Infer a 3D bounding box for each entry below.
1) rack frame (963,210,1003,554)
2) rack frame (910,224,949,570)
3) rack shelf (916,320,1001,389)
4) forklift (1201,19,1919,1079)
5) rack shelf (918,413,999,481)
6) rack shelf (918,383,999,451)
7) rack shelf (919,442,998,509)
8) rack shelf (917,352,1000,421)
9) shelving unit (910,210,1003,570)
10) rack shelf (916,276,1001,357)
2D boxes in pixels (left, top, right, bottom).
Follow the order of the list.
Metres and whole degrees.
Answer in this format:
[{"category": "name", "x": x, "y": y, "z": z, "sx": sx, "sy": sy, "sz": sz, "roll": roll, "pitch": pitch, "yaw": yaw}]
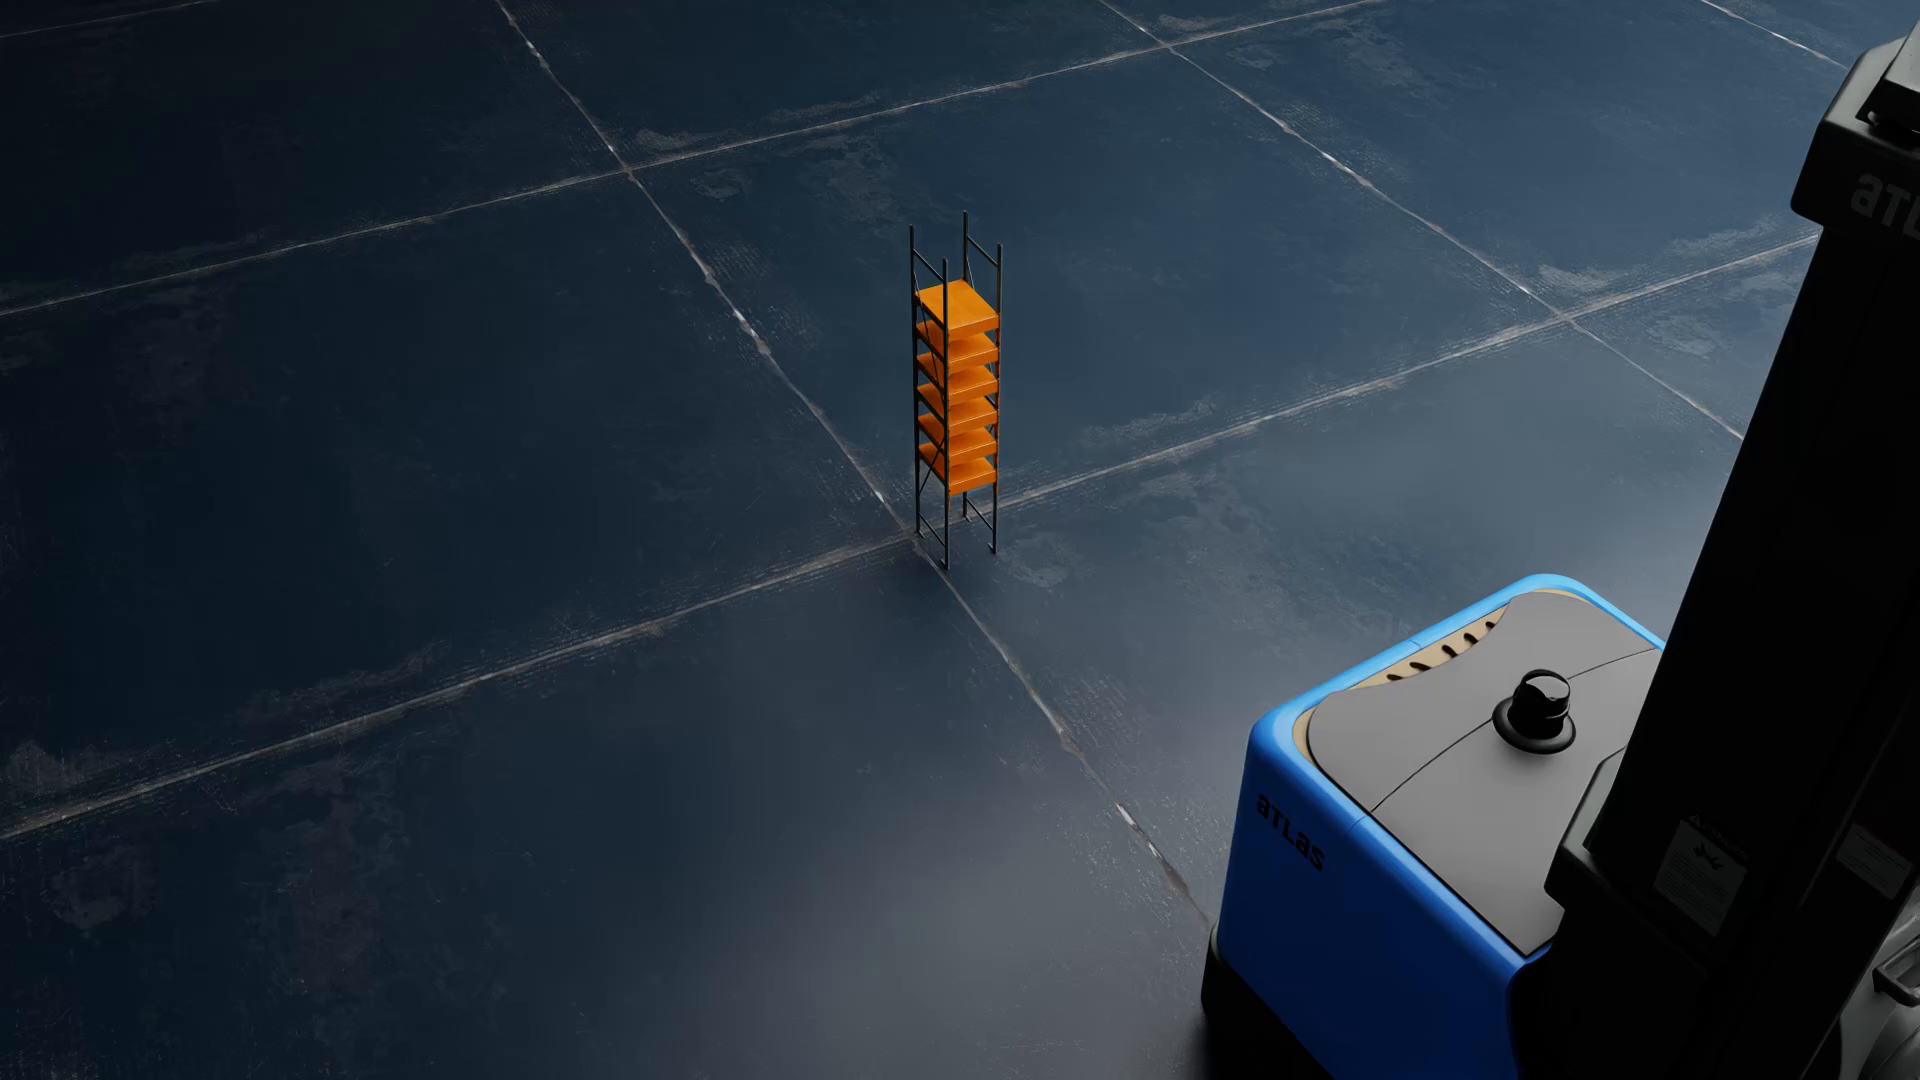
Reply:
[{"category": "rack frame", "x": 0.068, "y": -0.481, "z": 5.389, "sx": 0.006, "sy": 1.200, "sz": 0.240, "roll": -19, "pitch": 44, "yaw": -21}, {"category": "rack frame", "x": -0.094, "y": -0.426, "z": 5.325, "sx": 0.006, "sy": 1.200, "sz": 0.240, "roll": -19, "pitch": 44, "yaw": -21}, {"category": "rack shelf", "x": -0.013, "y": -0.603, "z": 5.231, "sx": 0.180, "sy": 0.103, "sz": 0.258, "roll": -19, "pitch": 44, "yaw": -21}, {"category": "forklift", "x": 1.843, "y": 0.725, "z": 2.625, "sx": 1.130, "sy": 2.935, "sz": 3.031, "roll": -23, "pitch": 45, "yaw": -25}, {"category": "rack shelf", "x": -0.013, "y": -0.328, "z": 5.463, "sx": 0.180, "sy": 0.103, "sz": 0.258, "roll": -19, "pitch": 44, "yaw": -21}, {"category": "rack shelf", "x": -0.013, "y": -0.420, "z": 5.386, "sx": 0.180, "sy": 0.103, "sz": 0.258, "roll": -19, "pitch": 44, "yaw": -21}, {"category": "rack shelf", "x": -0.013, "y": -0.237, "z": 5.541, "sx": 0.180, "sy": 0.103, "sz": 0.258, "roll": -19, "pitch": 44, "yaw": -21}, {"category": "rack shelf", "x": -0.013, "y": -0.511, "z": 5.308, "sx": 0.180, "sy": 0.103, "sz": 0.258, "roll": -19, "pitch": 44, "yaw": -21}, {"category": "shelving unit", "x": -0.013, "y": -0.454, "z": 5.357, "sx": 0.189, "sy": 1.200, "sz": 0.258, "roll": -19, "pitch": 44, "yaw": -21}, {"category": "rack shelf", "x": -0.013, "y": -0.694, "z": 5.153, "sx": 0.180, "sy": 0.103, "sz": 0.258, "roll": -19, "pitch": 44, "yaw": -21}]
